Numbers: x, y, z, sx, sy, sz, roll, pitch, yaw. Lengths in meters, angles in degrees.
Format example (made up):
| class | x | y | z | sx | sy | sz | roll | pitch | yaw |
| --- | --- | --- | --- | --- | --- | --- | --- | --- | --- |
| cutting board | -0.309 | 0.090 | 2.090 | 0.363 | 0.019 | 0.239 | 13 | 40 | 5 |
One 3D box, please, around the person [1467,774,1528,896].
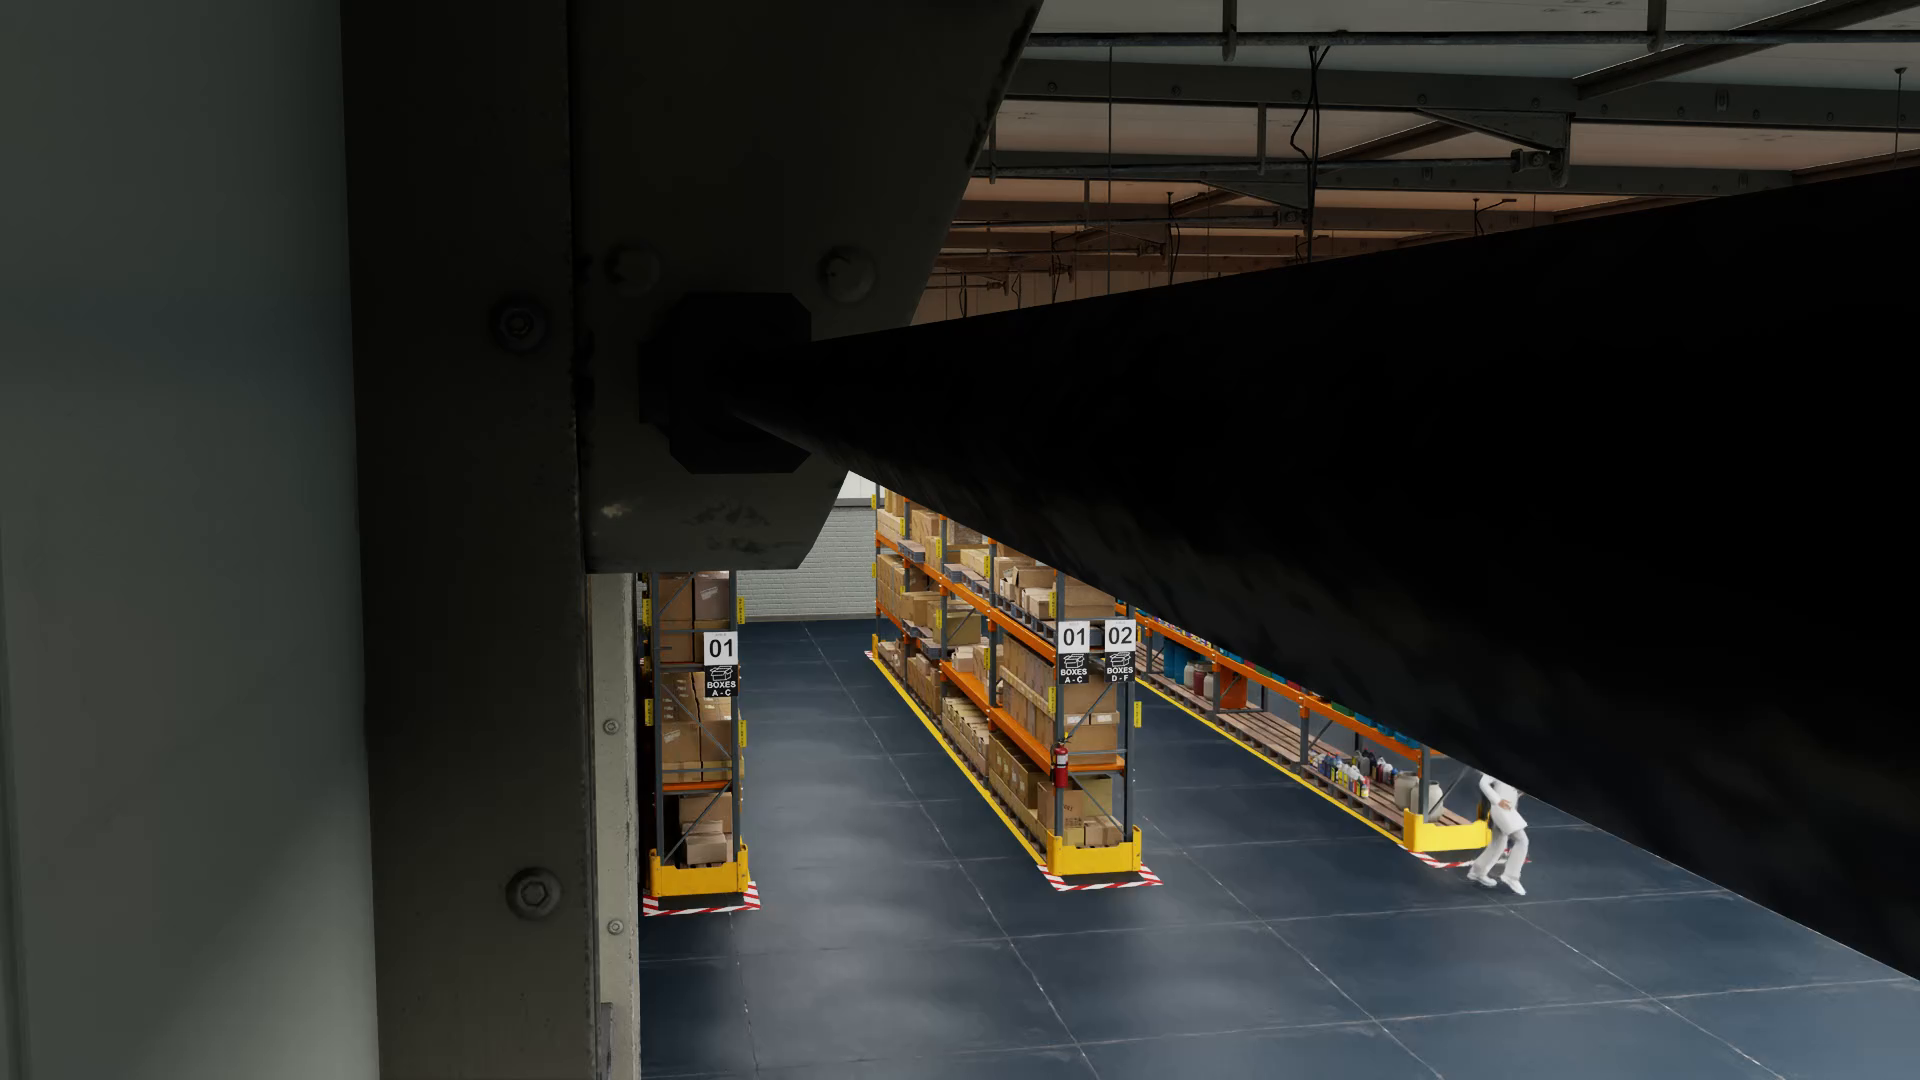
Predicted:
| class | x | y | z | sx | sy | sz | roll | pitch | yaw |
| --- | --- | --- | --- | --- | --- | --- | --- | --- | --- |
| person | 6.647 | 3.378 | 20.438 | 0.716 | 1.765 | 0.778 | 3 | 6 | 24 |
